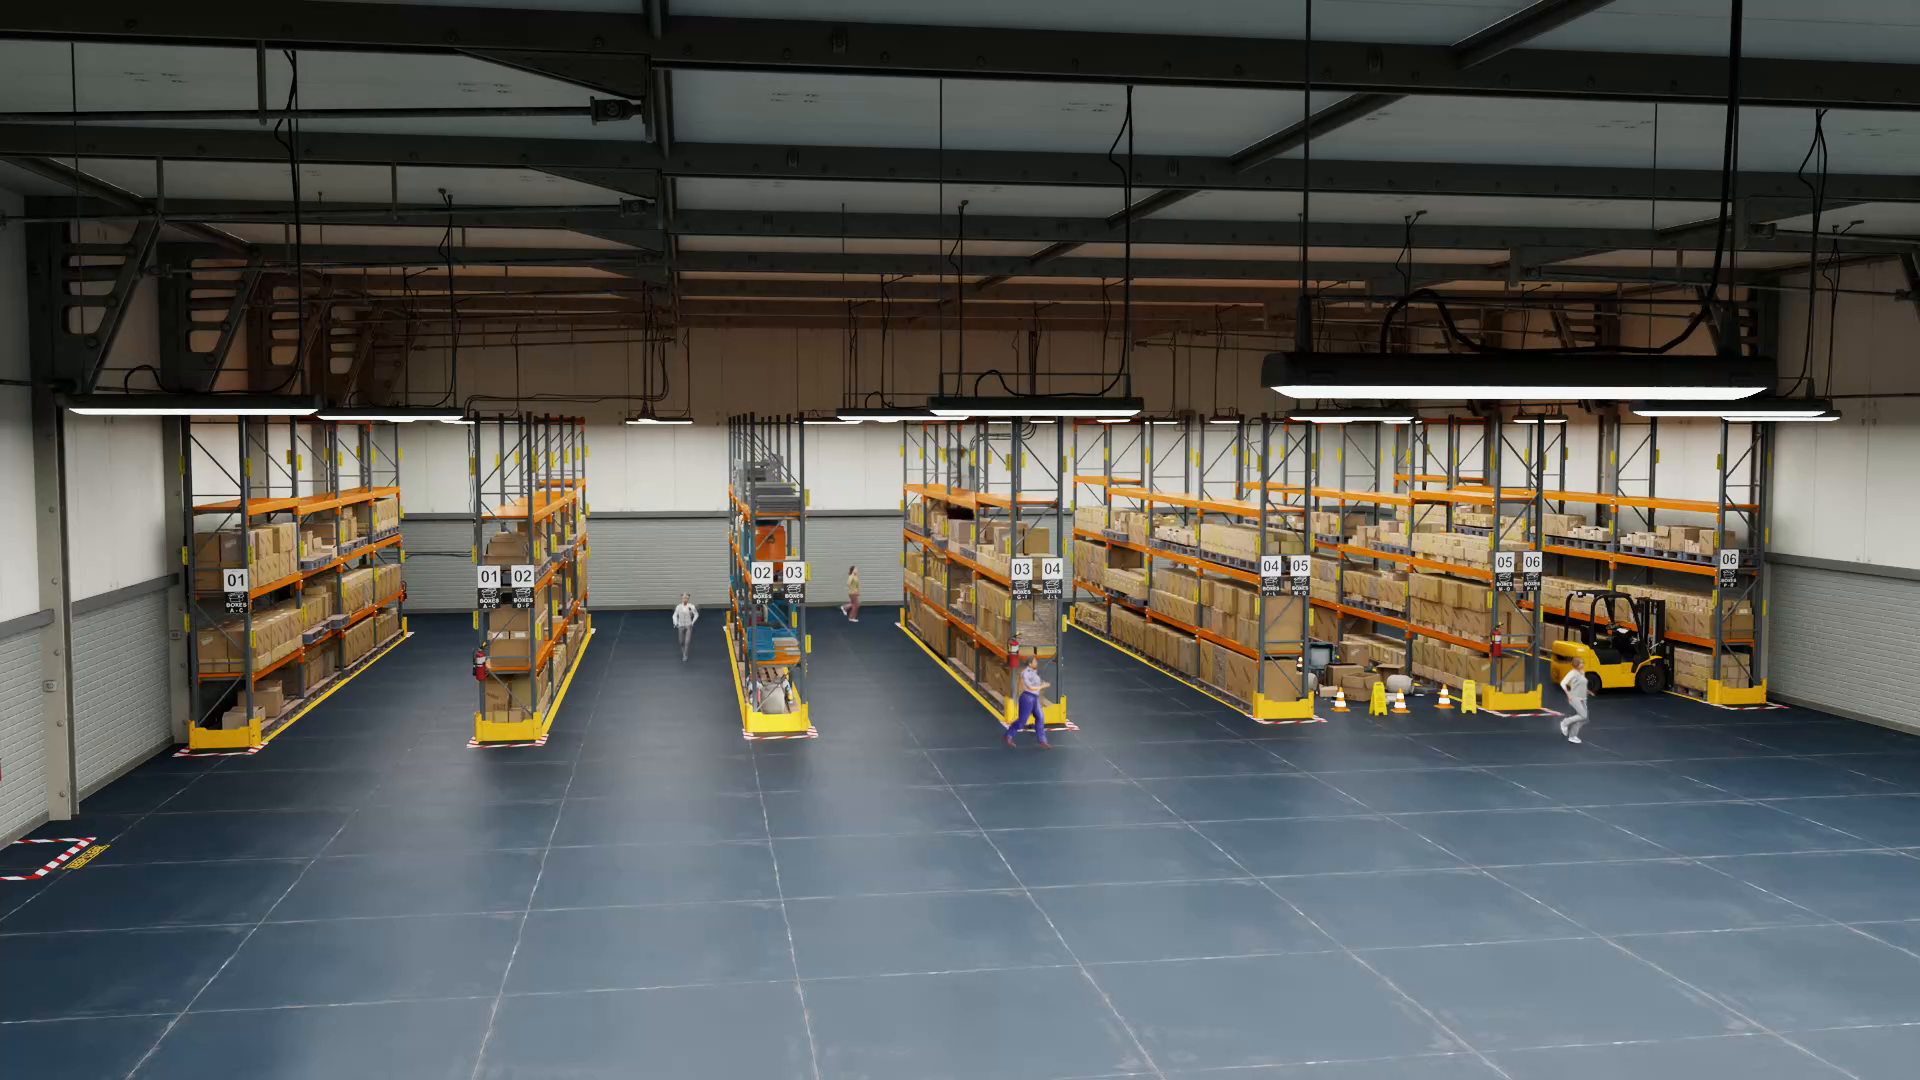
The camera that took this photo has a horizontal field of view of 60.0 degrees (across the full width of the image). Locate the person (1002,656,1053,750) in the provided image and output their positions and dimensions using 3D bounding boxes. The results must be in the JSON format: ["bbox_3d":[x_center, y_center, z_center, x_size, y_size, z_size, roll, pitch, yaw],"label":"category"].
[{"bbox_3d":[1.199,2.883,29.479,0.909,1.657,0.590,1,4,16],"label":"person"}]

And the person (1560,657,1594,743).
[{"bbox_3d":[11.210,2.902,30.162,0.544,1.554,0.547,-3,5,-38],"label":"person"}]

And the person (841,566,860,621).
[{"bbox_3d":[-3.231,1.587,49.071,0.617,1.642,0.596,1,4,13],"label":"person"}]

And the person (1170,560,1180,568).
[{"bbox_3d":[6.567,1.410,50.300,0.991,1.789,0.669,0,4,-5],"label":"person"}]

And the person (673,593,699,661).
[{"bbox_3d":[-6.753,2.120,40.969,0.628,1.662,0.612,0,4,-4],"label":"person"}]
